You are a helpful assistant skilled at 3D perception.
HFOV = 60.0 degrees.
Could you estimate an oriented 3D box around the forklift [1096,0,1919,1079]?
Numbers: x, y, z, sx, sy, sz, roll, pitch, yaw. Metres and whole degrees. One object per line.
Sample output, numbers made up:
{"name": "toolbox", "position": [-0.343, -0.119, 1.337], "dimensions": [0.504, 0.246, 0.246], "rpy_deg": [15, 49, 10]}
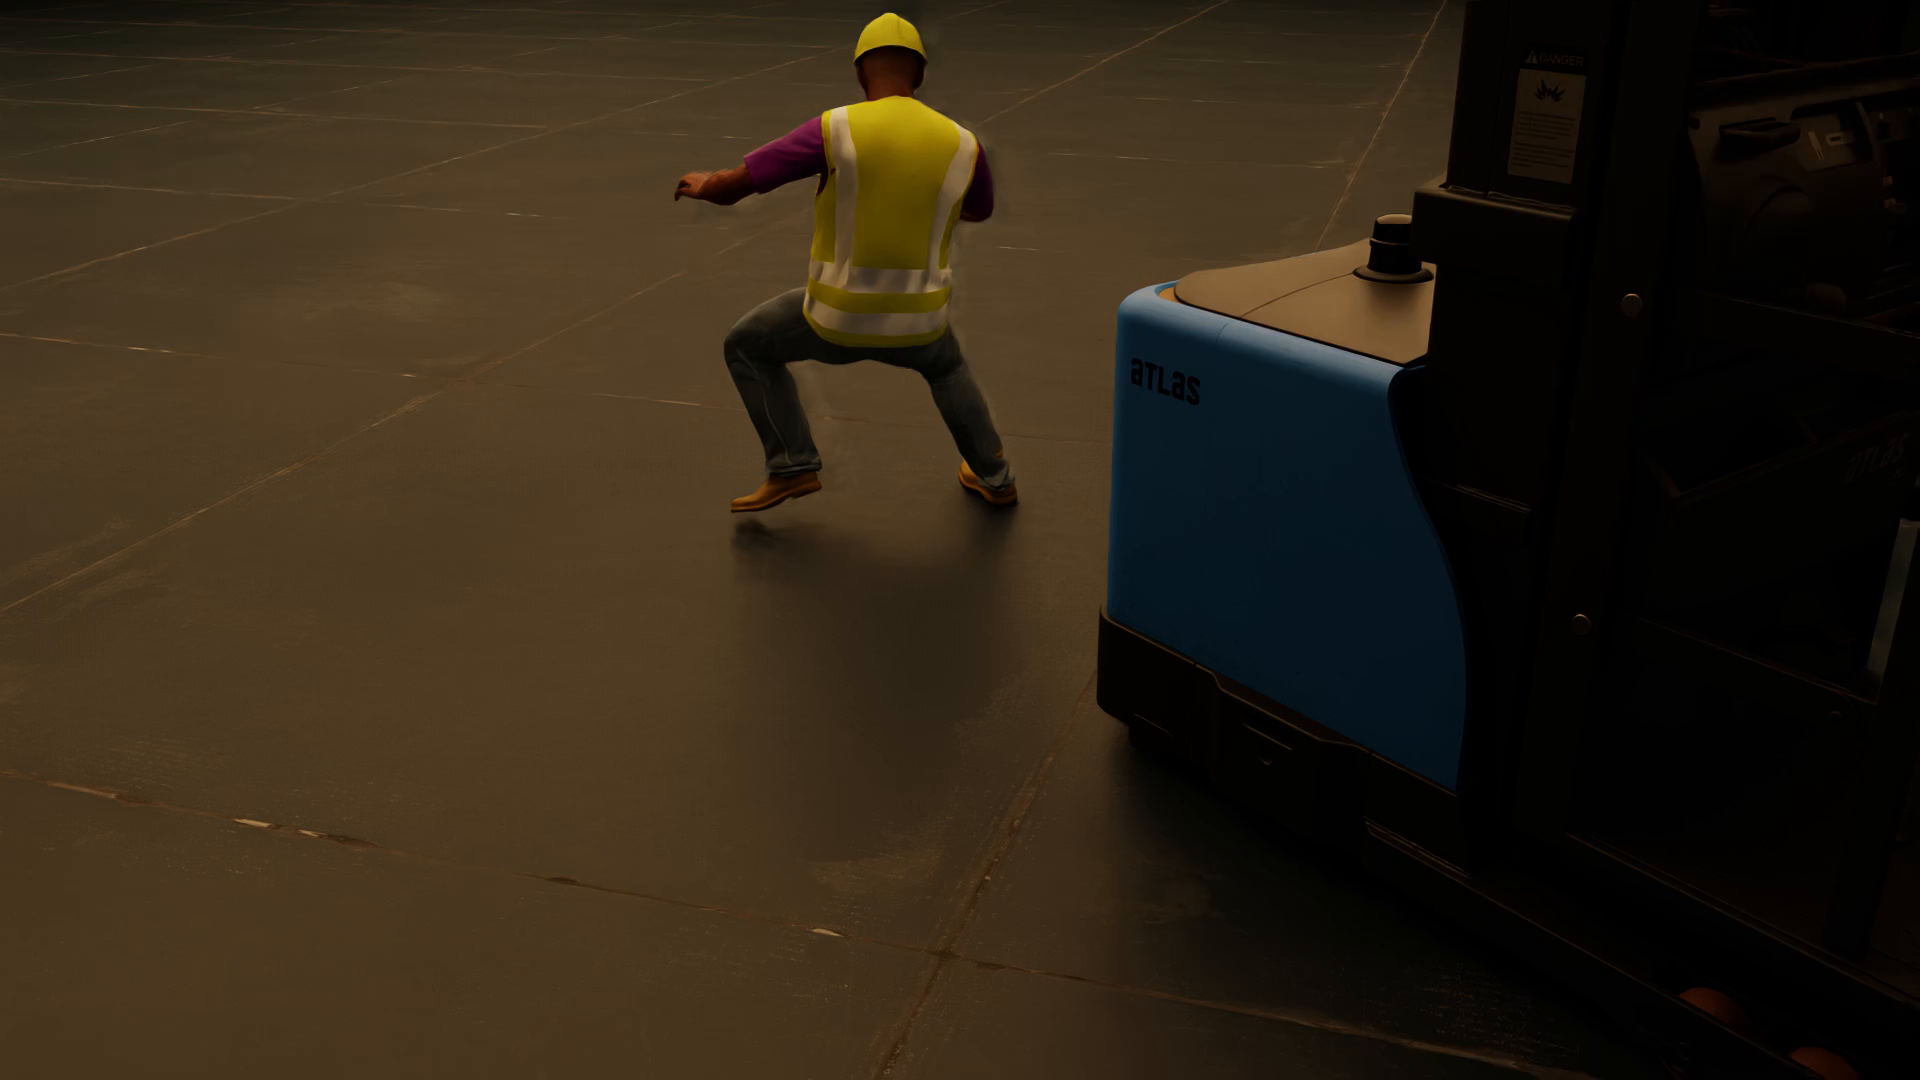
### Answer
{"name": "forklift", "position": [1.619, -0.570, 2.661], "dimensions": [1.130, 2.935, 3.031], "rpy_deg": [-16, 27, -34]}

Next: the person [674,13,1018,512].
{"name": "person", "position": [-0.315, -0.800, 5.050], "dimensions": [1.026, 1.539, 0.786], "rpy_deg": [-6, 23, -15]}
